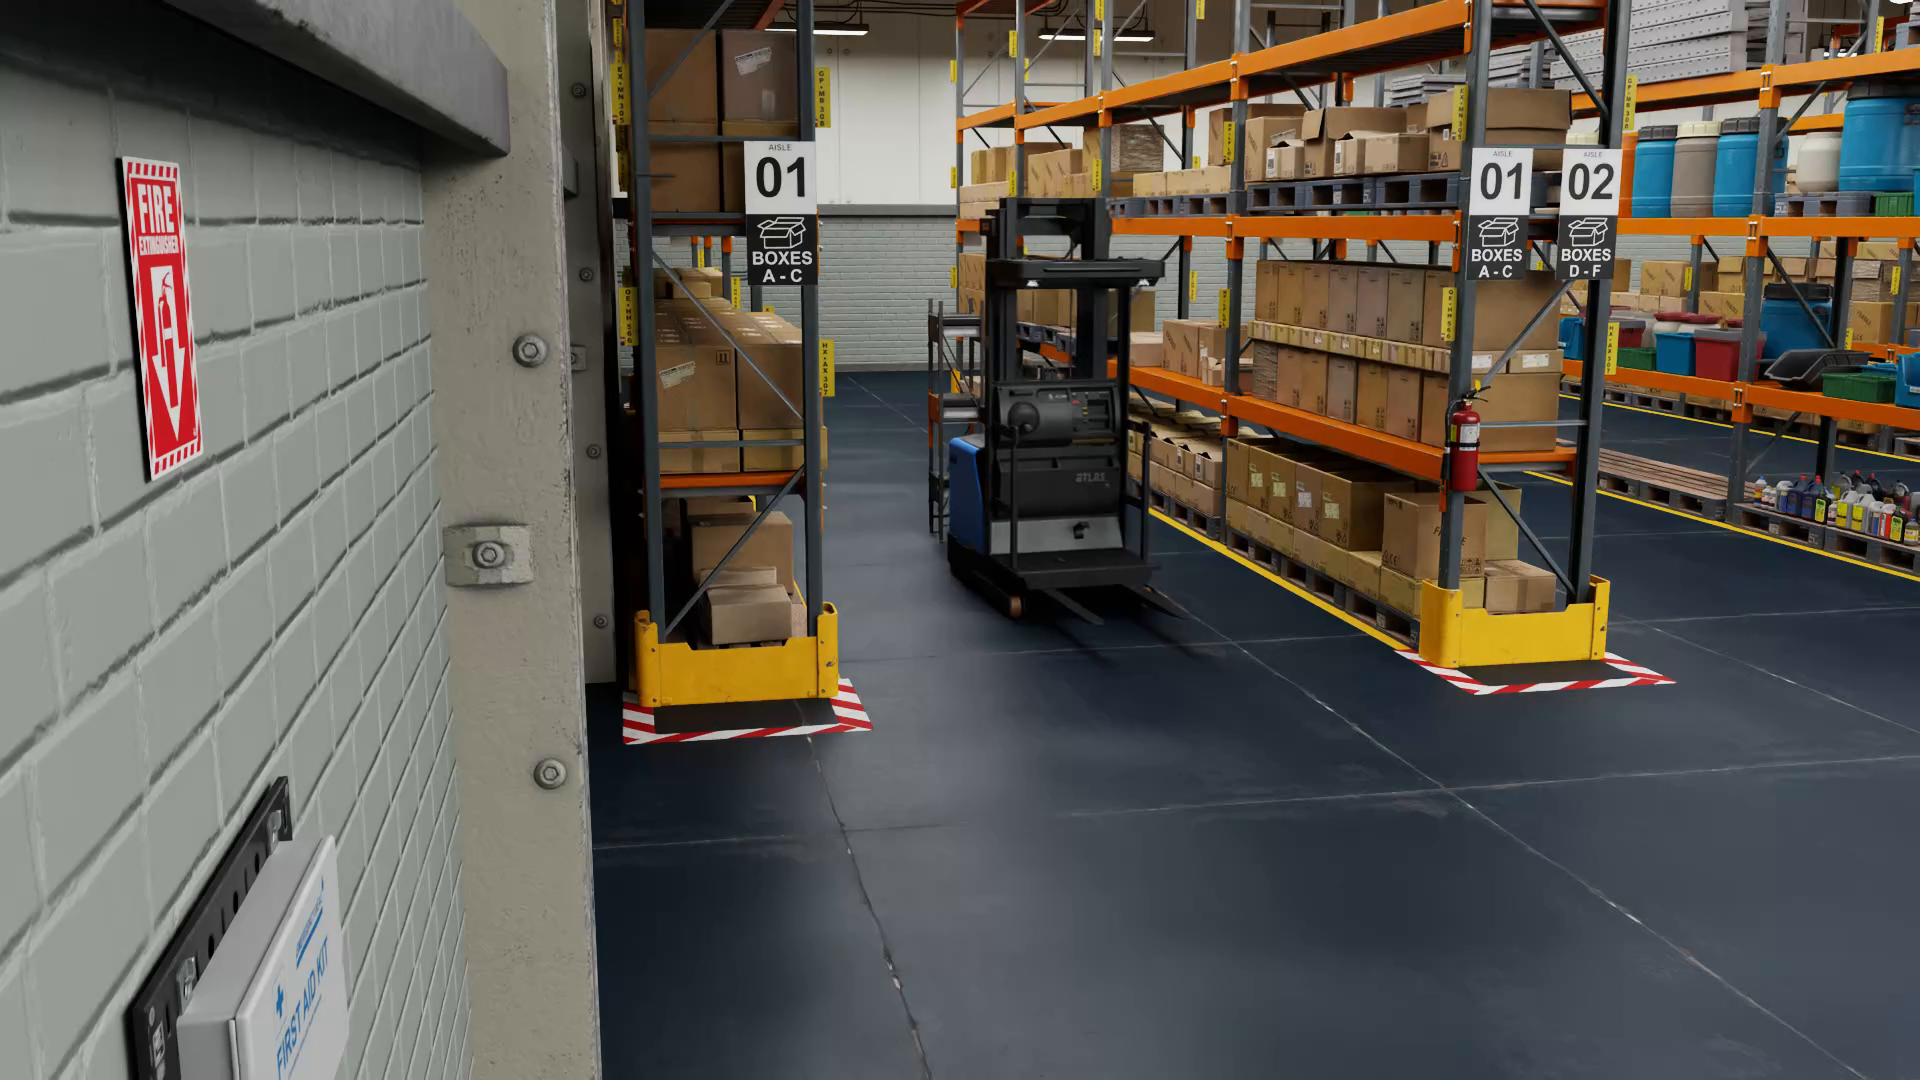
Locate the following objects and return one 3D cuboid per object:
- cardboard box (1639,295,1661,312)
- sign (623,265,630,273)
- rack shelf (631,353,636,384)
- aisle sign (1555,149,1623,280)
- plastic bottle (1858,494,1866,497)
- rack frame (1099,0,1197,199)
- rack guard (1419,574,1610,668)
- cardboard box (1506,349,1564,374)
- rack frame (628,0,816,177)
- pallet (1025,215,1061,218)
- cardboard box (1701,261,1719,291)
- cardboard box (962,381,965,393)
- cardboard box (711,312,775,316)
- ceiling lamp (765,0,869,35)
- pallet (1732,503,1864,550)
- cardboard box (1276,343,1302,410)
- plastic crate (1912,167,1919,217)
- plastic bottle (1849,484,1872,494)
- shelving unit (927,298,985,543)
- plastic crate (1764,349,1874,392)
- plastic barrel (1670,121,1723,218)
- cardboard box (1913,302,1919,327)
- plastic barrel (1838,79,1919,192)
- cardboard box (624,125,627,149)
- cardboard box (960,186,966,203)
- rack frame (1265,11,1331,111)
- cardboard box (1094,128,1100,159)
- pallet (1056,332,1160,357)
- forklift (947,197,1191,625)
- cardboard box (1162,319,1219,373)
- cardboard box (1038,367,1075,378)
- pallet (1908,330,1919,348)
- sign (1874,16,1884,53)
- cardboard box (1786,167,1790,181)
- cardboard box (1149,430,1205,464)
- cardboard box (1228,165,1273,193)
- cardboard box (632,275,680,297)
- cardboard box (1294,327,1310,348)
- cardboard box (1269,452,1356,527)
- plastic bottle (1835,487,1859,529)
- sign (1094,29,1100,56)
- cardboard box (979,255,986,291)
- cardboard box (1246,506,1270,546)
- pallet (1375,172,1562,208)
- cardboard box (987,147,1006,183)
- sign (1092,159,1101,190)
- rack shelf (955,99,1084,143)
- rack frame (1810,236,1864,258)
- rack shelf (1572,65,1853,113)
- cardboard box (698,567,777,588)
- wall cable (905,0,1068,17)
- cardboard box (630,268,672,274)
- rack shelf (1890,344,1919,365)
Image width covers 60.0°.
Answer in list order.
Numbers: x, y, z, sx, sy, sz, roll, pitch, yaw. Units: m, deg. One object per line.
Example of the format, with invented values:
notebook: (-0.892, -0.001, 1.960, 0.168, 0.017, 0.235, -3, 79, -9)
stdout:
cardboard box: (10.492, -3.523, 24.789, 0.500, 0.250, 0.500, -2, 11, -9)
sign: (-4.961, -3.922, 24.755, 0.100, 0.325, 0.005, -2, 11, -11)
rack shelf: (-3.249, -2.024, 19.230, 1.077, 0.370, 4.000, -2, 11, -11)
aisle sign: (3.868, -2.000, 10.229, 0.394, 0.787, 0.004, -2, 11, -11)
plastic bottle: (7.646, -0.249, 14.091, 0.152, 0.276, 0.135, -2, 11, -11)
rack frame: (1.999, -5.138, 17.624, 1.000, 3.000, 0.127, -2, 11, -11)
rack guard: (3.559, 0.509, 10.687, 1.175, 0.500, 0.348, -2, 11, -11)
cardboard box: (3.689, -1.171, 10.826, 0.380, 0.149, 0.250, -2, 11, -11)
rack frame: (-1.304, -3.490, 8.965, 1.000, 3.000, 0.127, -2, 11, -11)
pallet: (1.483, -3.994, 20.136, 1.213, 0.211, 1.003, -2, 11, -11)
cardboard box: (11.096, -3.822, 24.355, 0.500, 0.500, 0.500, -2, 11, -11)
cardboard box: (0.236, -2.347, 25.408, 0.380, 0.166, 0.250, -2, 11, -11)
cardboard box: (-1.687, -1.506, 12.926, 0.500, 0.500, 0.500, -2, 11, -11)
ceiling lamp: (-2.461, -9.876, 26.906, 2.000, 3.185, 0.800, -2, 11, -11)
pallet: (7.726, -0.142, 14.879, 1.003, 0.211, 1.213, -2, 11, -11)
cardboard box: (2.978, -1.329, 13.388, 0.700, 0.500, 0.500, -2, 11, -12)
plastic crate: (7.748, -2.708, 12.920, 0.392, 0.384, 0.575, -2, 11, -11)
plastic bottle: (7.941, -0.362, 14.684, 0.152, 0.276, 0.135, -2, 11, -11)
shelving unit: (-0.032, -1.062, 14.660, 0.431, 2.100, 0.503, -2, 11, -11)
plastic crate: (7.613, -1.506, 14.751, 0.767, 0.338, 0.504, -2, 11, -11)
plastic barrel: (7.197, -3.562, 16.025, 0.600, 0.901, 0.600, 0, 11, 0)
cardboard box: (11.889, -2.699, 20.585, 0.500, 0.500, 0.500, -2, 11, -9)
plastic barrel: (7.725, -3.376, 13.928, 0.600, 0.901, 0.708, -2, 11, -11)
cardboard box: (-2.267, -3.200, 12.469, 0.500, 0.500, 0.500, -2, 11, -10)
cardboard box: (0.287, -5.200, 25.036, 0.500, 0.250, 0.500, -2, 11, -11)
rack frame: (5.302, -6.785, 26.276, 1.000, 3.000, 0.127, -2, 11, -11)
cardboard box: (1.821, -4.379, 18.715, 0.500, 0.500, 0.500, -2, 11, -11)
pallet: (1.798, -2.218, 18.843, 1.213, 0.211, 1.003, -2, 11, -11)
forklift: (0.783, -0.970, 11.953, 1.130, 2.935, 3.031, -3, 11, -15)
cardboard box: (2.341, -1.933, 16.562, 0.500, 0.500, 0.500, -3, 11, -14)
cardboard box: (1.270, -2.000, 20.686, 0.500, 0.250, 0.500, -2, 11, -11)
pallet: (11.960, -2.329, 19.426, 1.213, 0.211, 1.003, -2, 11, -11)
sign: (8.178, -4.499, 14.827, 0.100, 0.325, 0.005, -2, 11, -11)
cardboard box: (11.061, -4.907, 23.043, 0.700, 0.500, 0.500, -2, 11, -10)
cardboard box: (2.120, -0.931, 16.298, 0.500, 0.311, 0.500, -2, 11, -12)
cardboard box: (2.666, -3.177, 14.621, 0.500, 0.250, 0.500, -1, 11, -5)
cardboard box: (-3.202, -2.657, 17.514, 0.500, 0.250, 0.500, -2, 11, -9)
cardboard box: (2.839, -1.581, 12.981, 0.380, 0.149, 0.250, -2, 11, -13)
cardboard box: (2.754, -0.401, 13.008, 0.500, 0.500, 0.500, -2, 11, -11)
plastic bottle: (7.505, -0.276, 14.032, 0.144, 0.351, 0.185, -2, 11, -11)
sign: (1.764, -6.430, 21.488, 0.100, 0.325, 0.005, -2, 11, -11)
cardboard box: (0.572, -3.827, 23.839, 0.500, 0.500, 0.500, -2, 11, -12)
cardboard box: (2.662, -0.125, 13.561, 0.500, 0.250, 0.500, -2, 11, -11)
pallet: (3.442, -2.284, 10.890, 1.003, 0.211, 1.213, -2, 11, -11)
cardboard box: (0.781, -5.301, 23.560, 0.700, 0.500, 0.500, -2, 11, -11)
sign: (1.466, -3.899, 17.755, 0.100, 0.325, 0.005, -2, 11, -11)
rack shelf: (0.832, -5.883, 23.474, 1.077, 0.370, 4.000, -2, 11, -11)
rack frame: (15.045, -4.180, 28.634, 1.000, 3.000, 0.127, -2, 11, -11)
rack shelf: (7.247, -4.401, 16.745, 1.077, 0.370, 4.000, -2, 11, -11)
cardboard box: (-1.461, 0.327, 10.970, 0.500, 0.311, 0.500, -1, 11, -6)
wall cable: (0.524, -10.876, 30.403, 3.097, 2.526, 0.112, -2, 11, -11)
cardboard box: (-3.804, -3.223, 20.487, 0.500, 0.250, 0.500, -2, 11, -9)
rack shelf: (12.105, -1.830, 18.214, 1.077, 0.370, 4.000, -2, 11, -11)
